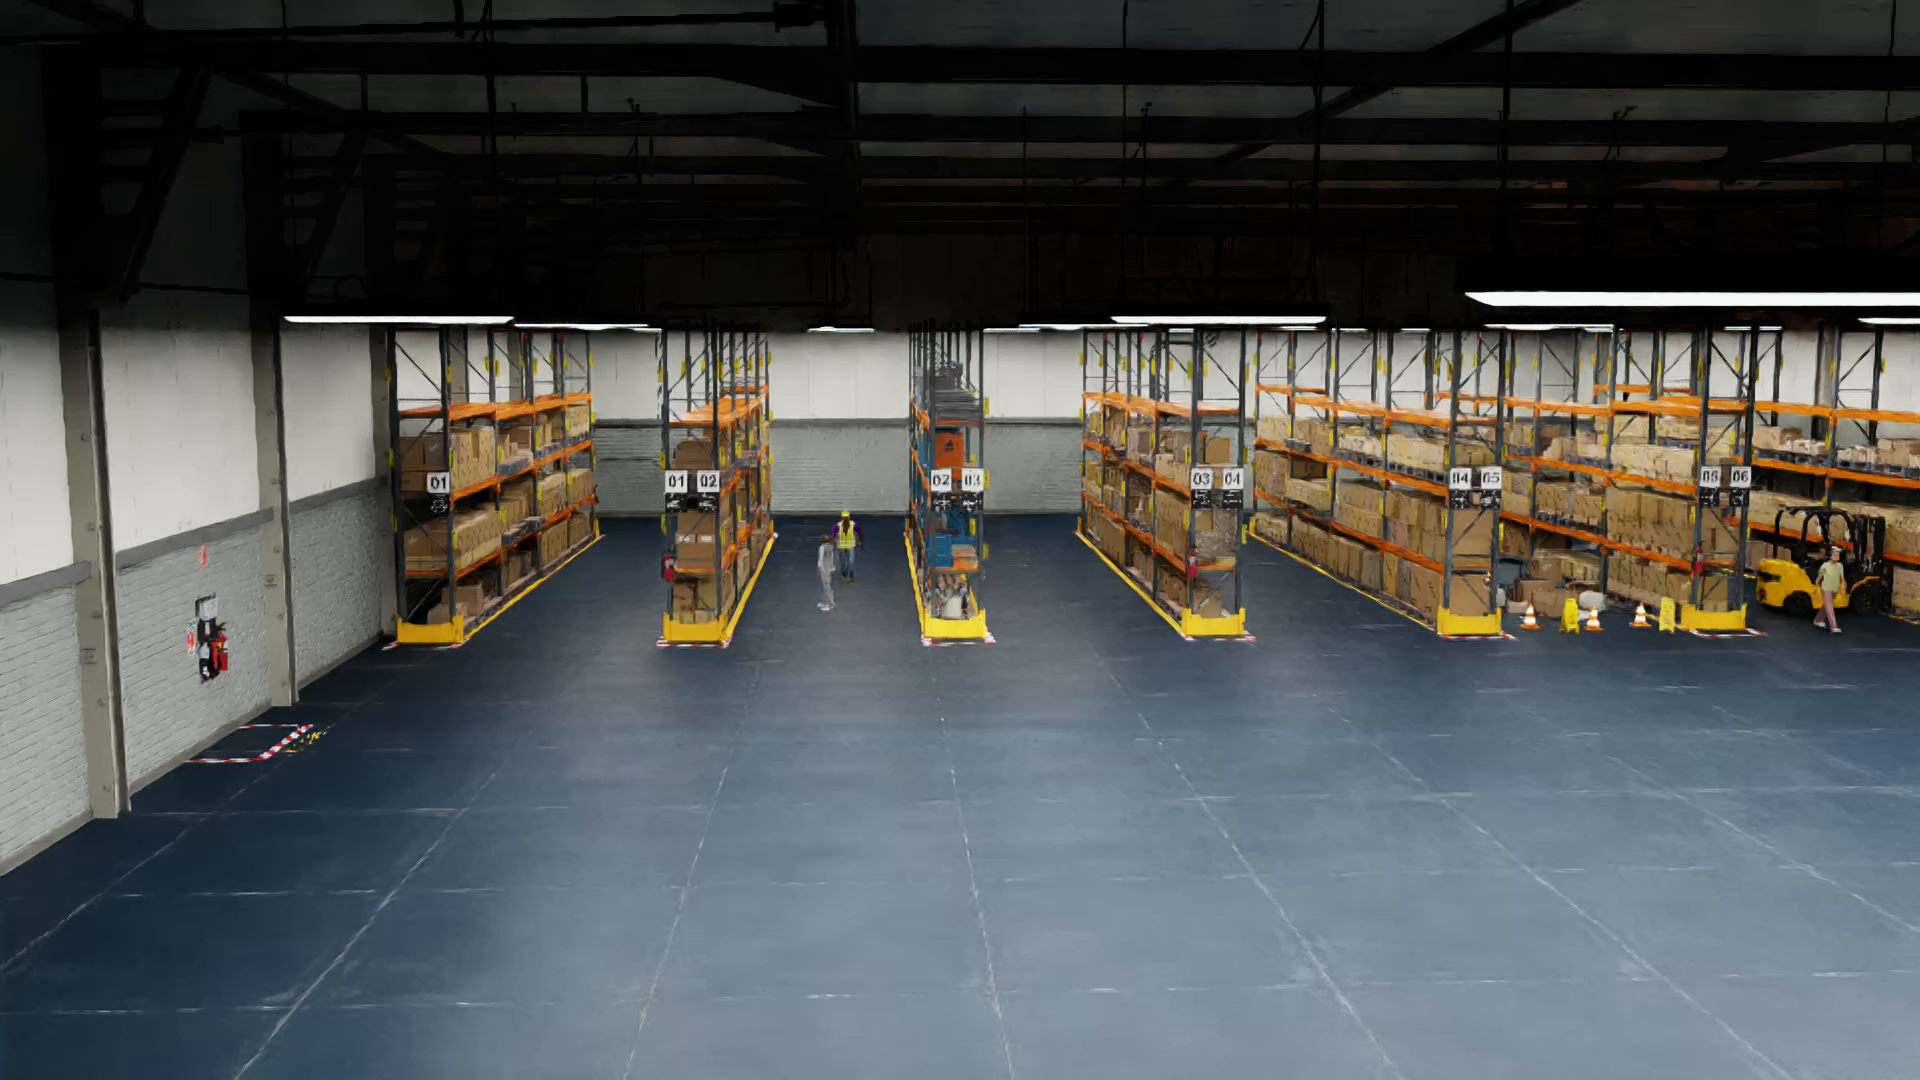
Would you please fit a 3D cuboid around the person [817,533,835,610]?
[{"bbox_3d":[-2.810,0.646,34.690,0.527,1.581,0.522,4,8,27],"label":"person"}]

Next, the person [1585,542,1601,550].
[{"bbox_3d":[16.964,-0.635,44.213,0.581,1.785,0.664,2,7,17],"label":"person"}]

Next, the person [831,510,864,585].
[{"bbox_3d":[-2.602,0.157,38.239,0.738,1.702,0.830,0,7,2],"label":"person"}]

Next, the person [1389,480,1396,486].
[{"bbox_3d":[12.943,-1.270,50.055,0.577,1.650,0.530,-7,10,-43],"label":"person"}]

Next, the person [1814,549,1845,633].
[{"bbox_3d":[16.850,0.961,32.138,0.457,1.606,1.070,-1,7,-4],"label":"person"}]
